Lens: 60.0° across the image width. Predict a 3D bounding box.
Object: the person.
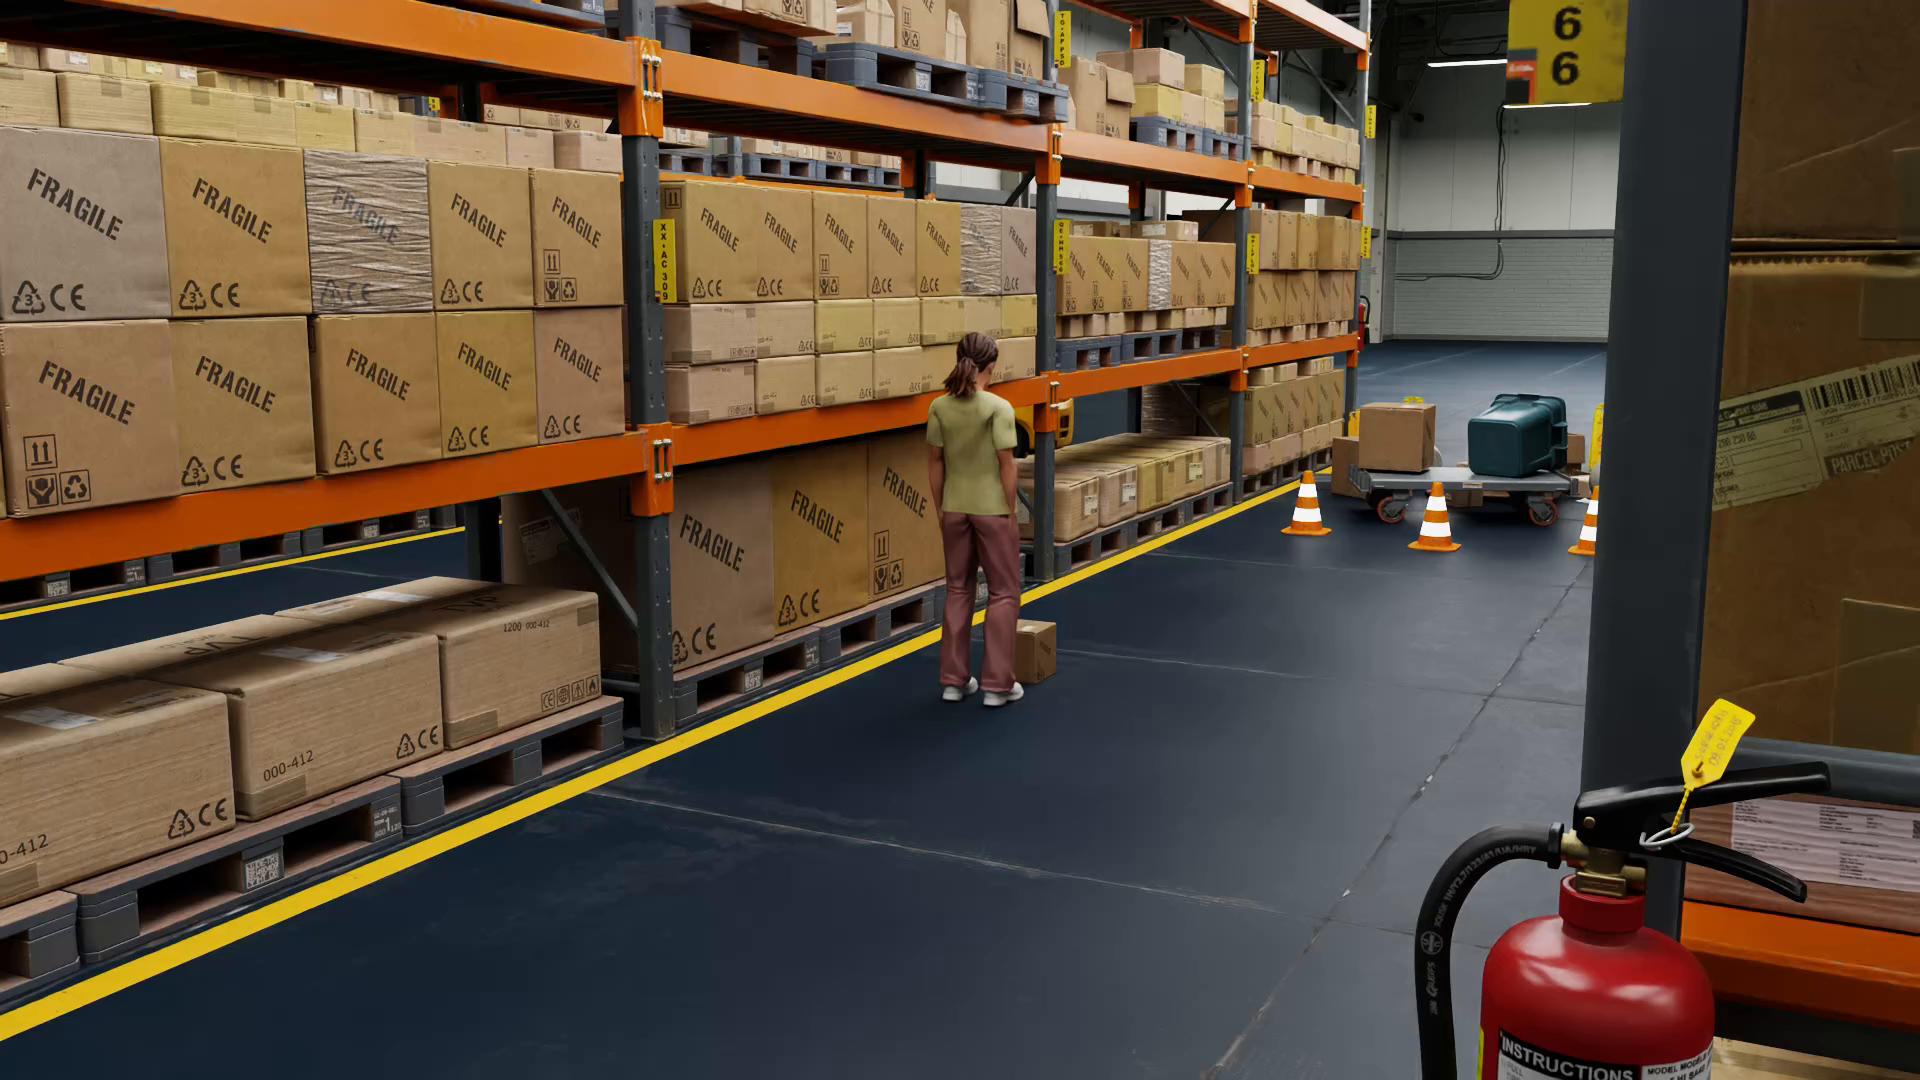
[{"bbox_3d":[0.066,-0.094,7.490,0.447,1.670,0.365,5,10,27],"label":"person"}]
